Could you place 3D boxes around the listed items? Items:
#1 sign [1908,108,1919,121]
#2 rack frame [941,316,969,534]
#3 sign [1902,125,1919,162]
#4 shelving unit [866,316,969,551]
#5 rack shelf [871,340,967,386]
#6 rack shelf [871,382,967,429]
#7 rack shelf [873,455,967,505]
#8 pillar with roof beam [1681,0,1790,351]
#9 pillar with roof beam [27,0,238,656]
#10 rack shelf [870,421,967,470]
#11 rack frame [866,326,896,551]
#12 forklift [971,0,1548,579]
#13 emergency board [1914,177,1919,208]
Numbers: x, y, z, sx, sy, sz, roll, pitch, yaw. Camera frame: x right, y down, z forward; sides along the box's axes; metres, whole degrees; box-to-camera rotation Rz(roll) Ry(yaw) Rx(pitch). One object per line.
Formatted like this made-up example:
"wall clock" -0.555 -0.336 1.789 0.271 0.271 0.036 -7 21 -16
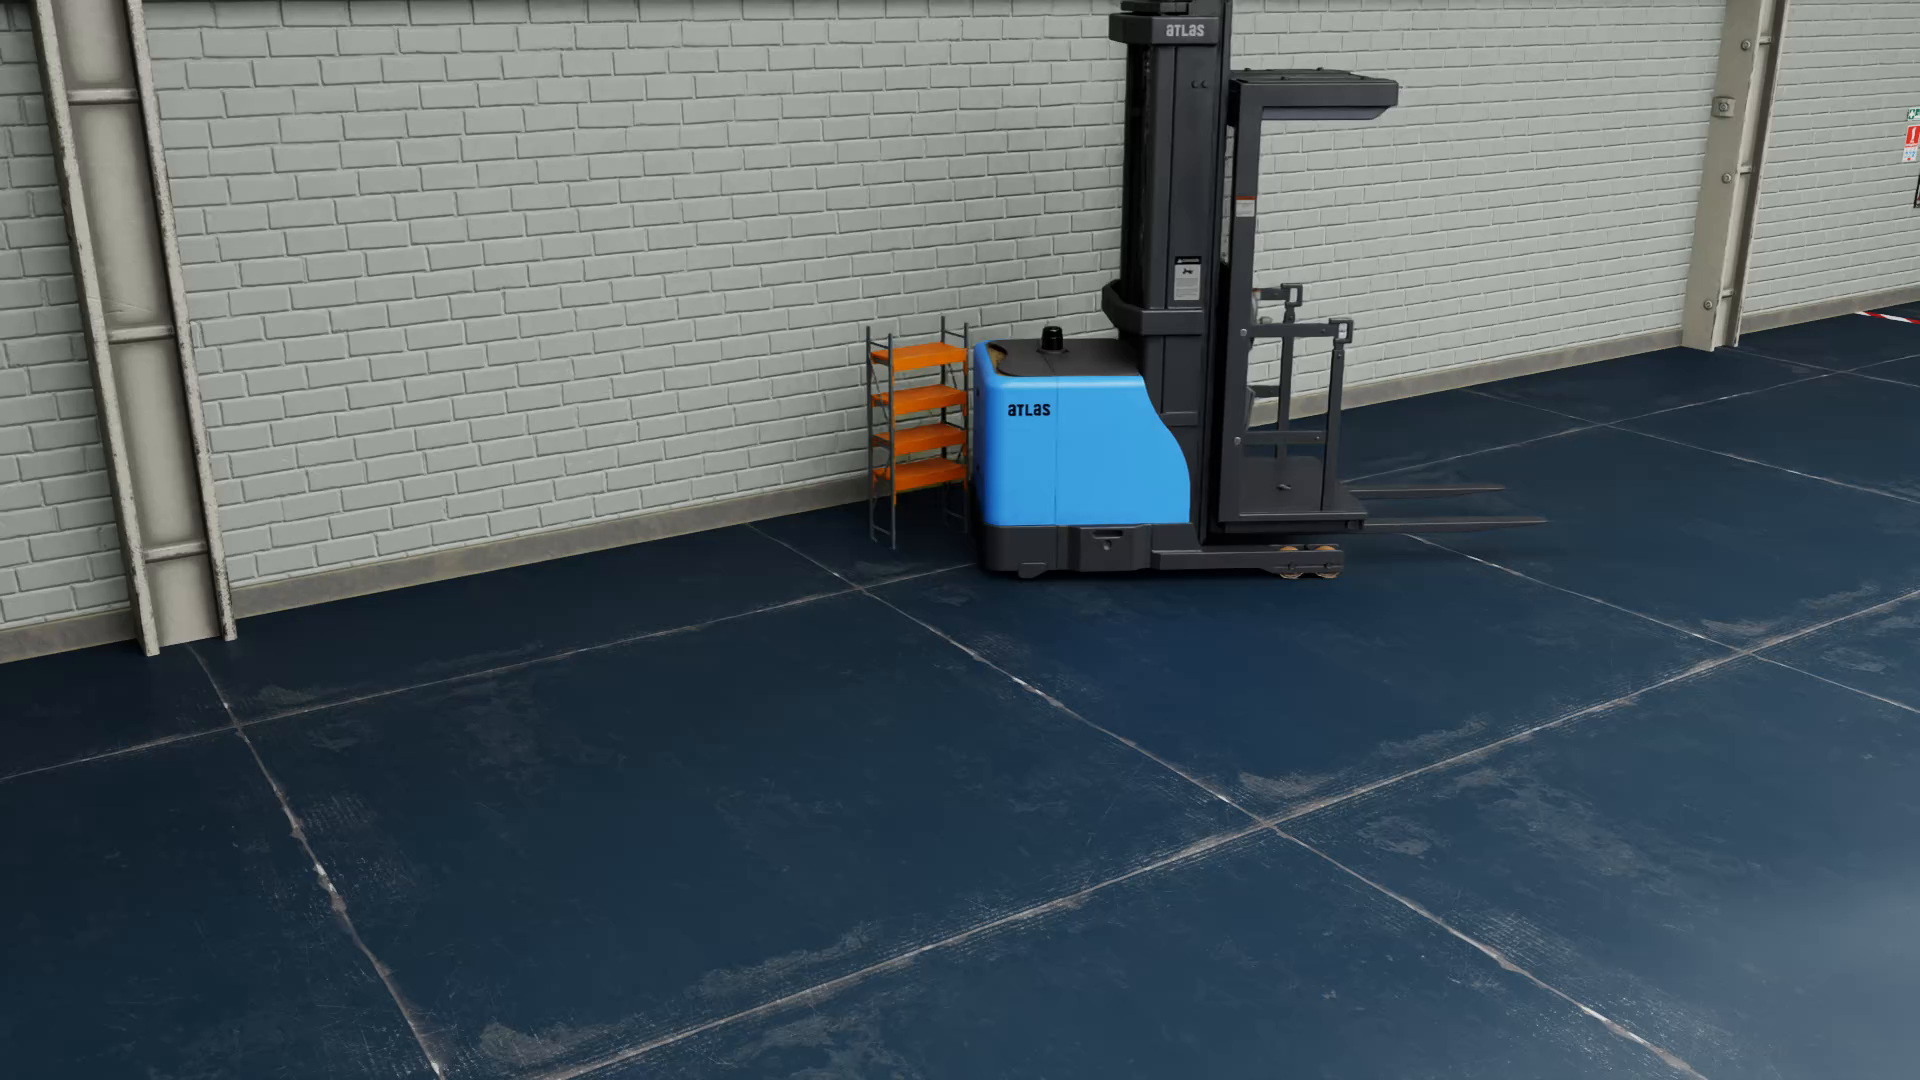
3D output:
"sign" 8.772 -3.902 15.221 0.331 0.109 0.001 -12 22 -31
"rack frame" -0.029 -0.633 9.242 0.015 1.200 0.240 -13 22 -33
"sign" 8.764 -3.653 15.310 0.234 0.329 0.001 -12 22 -31
"shelving unit" -0.228 -0.587 9.109 0.503 1.200 0.258 -13 22 -33
"rack shelf" -0.228 -0.960 8.983 0.480 0.148 0.258 -13 22 -33
"rack shelf" -0.228 -0.736 9.059 0.480 0.148 0.258 -13 22 -33
"rack shelf" -0.228 -0.336 9.194 0.480 0.148 0.258 -13 22 -33
"pillar with roof beam" 8.724 -4.764 9.287 0.400 9.000 9.100 -12 22 -31
"pillar with roof beam" -1.299 -2.651 3.035 0.400 9.000 9.100 -12 22 -31
"rack shelf" -0.228 -0.524 9.130 0.480 0.148 0.258 -13 22 -33
"rack frame" -0.427 -0.542 8.975 0.015 1.200 0.240 -13 22 -33
"forklift" 1.598 -1.354 8.672 3.031 2.935 1.130 -1 19 -3
"emergency board" 9.265 -3.709 15.532 0.626 1.169 0.157 -12 22 -31
